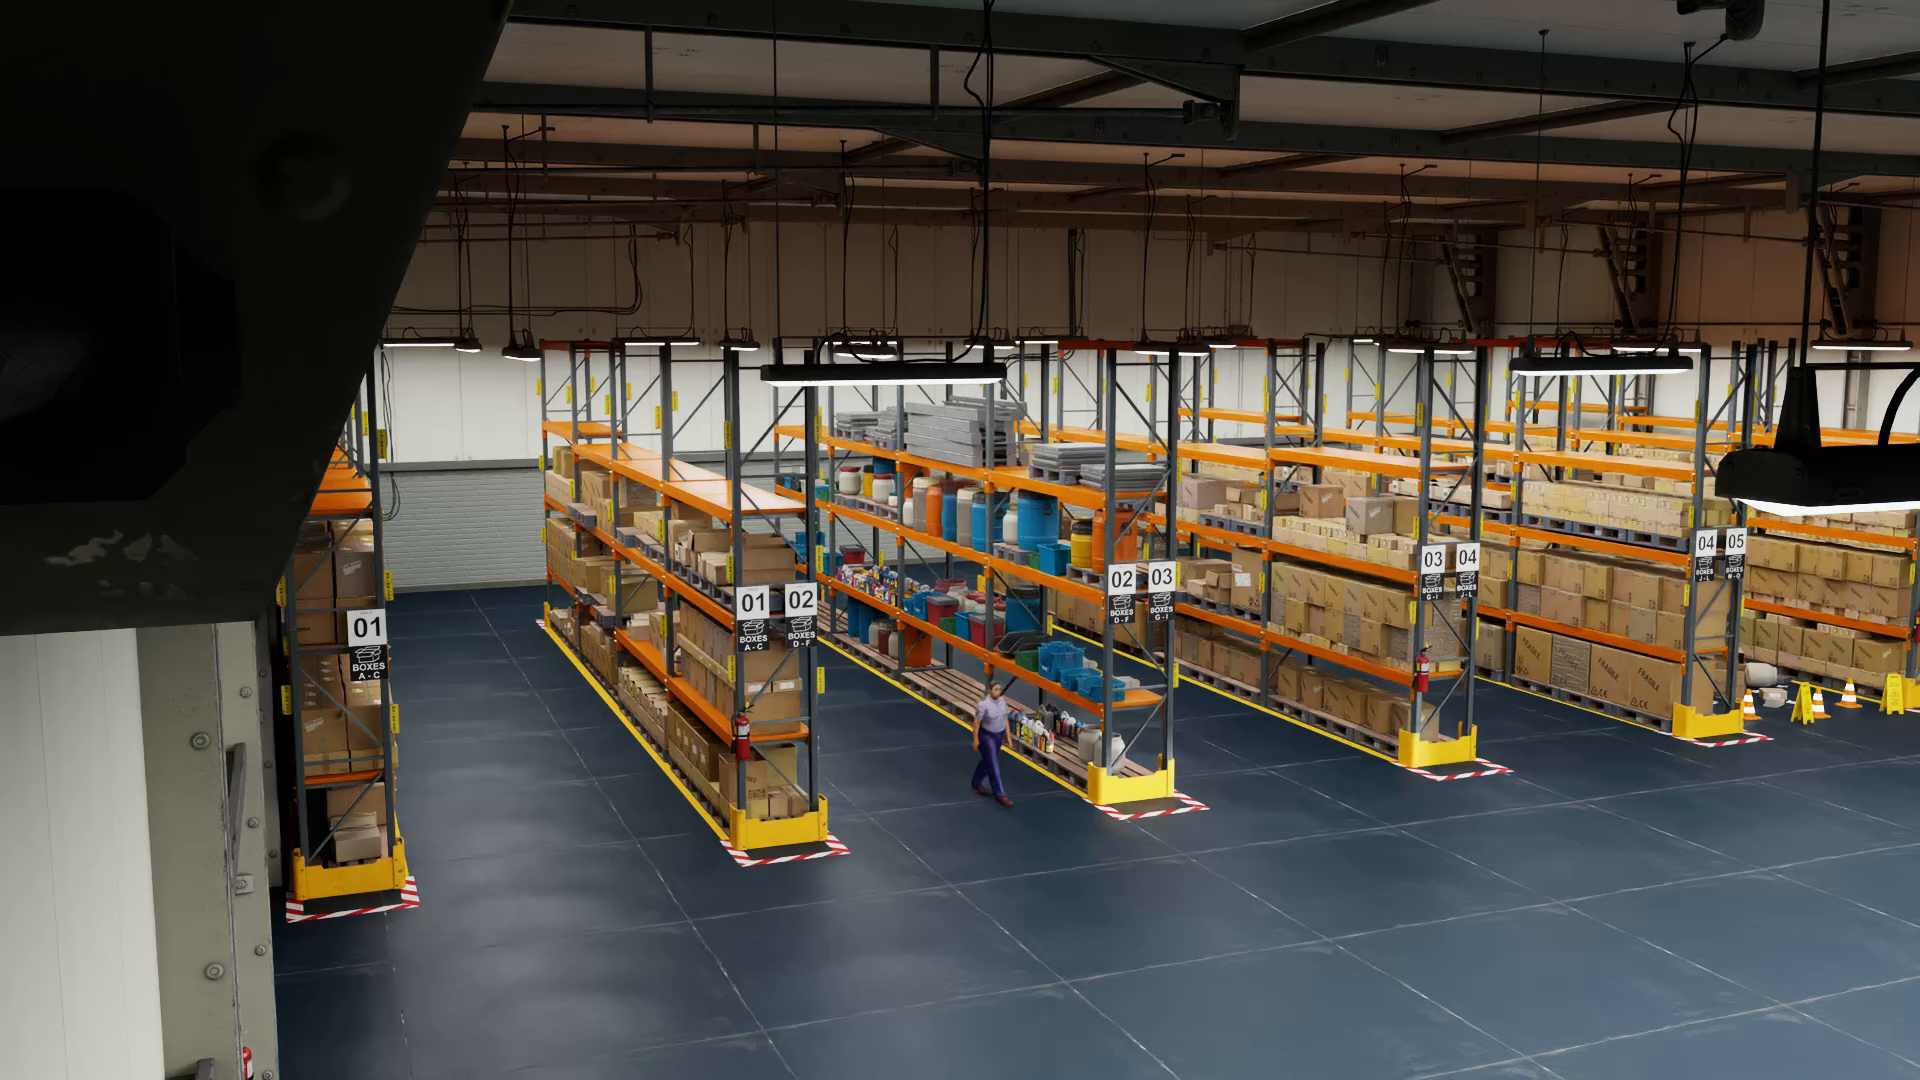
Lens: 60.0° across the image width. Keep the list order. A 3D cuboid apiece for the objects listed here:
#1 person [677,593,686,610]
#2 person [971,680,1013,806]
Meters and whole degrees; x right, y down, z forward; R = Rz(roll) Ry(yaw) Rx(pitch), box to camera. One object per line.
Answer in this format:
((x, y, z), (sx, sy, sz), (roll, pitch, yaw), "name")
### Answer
((-5.576, 1.087, 33.568), (0.589, 1.791, 0.489), (4, 8, 28), "person")
((0.448, 2.646, 22.134), (0.956, 1.596, 0.518), (6, 10, 41), "person")
